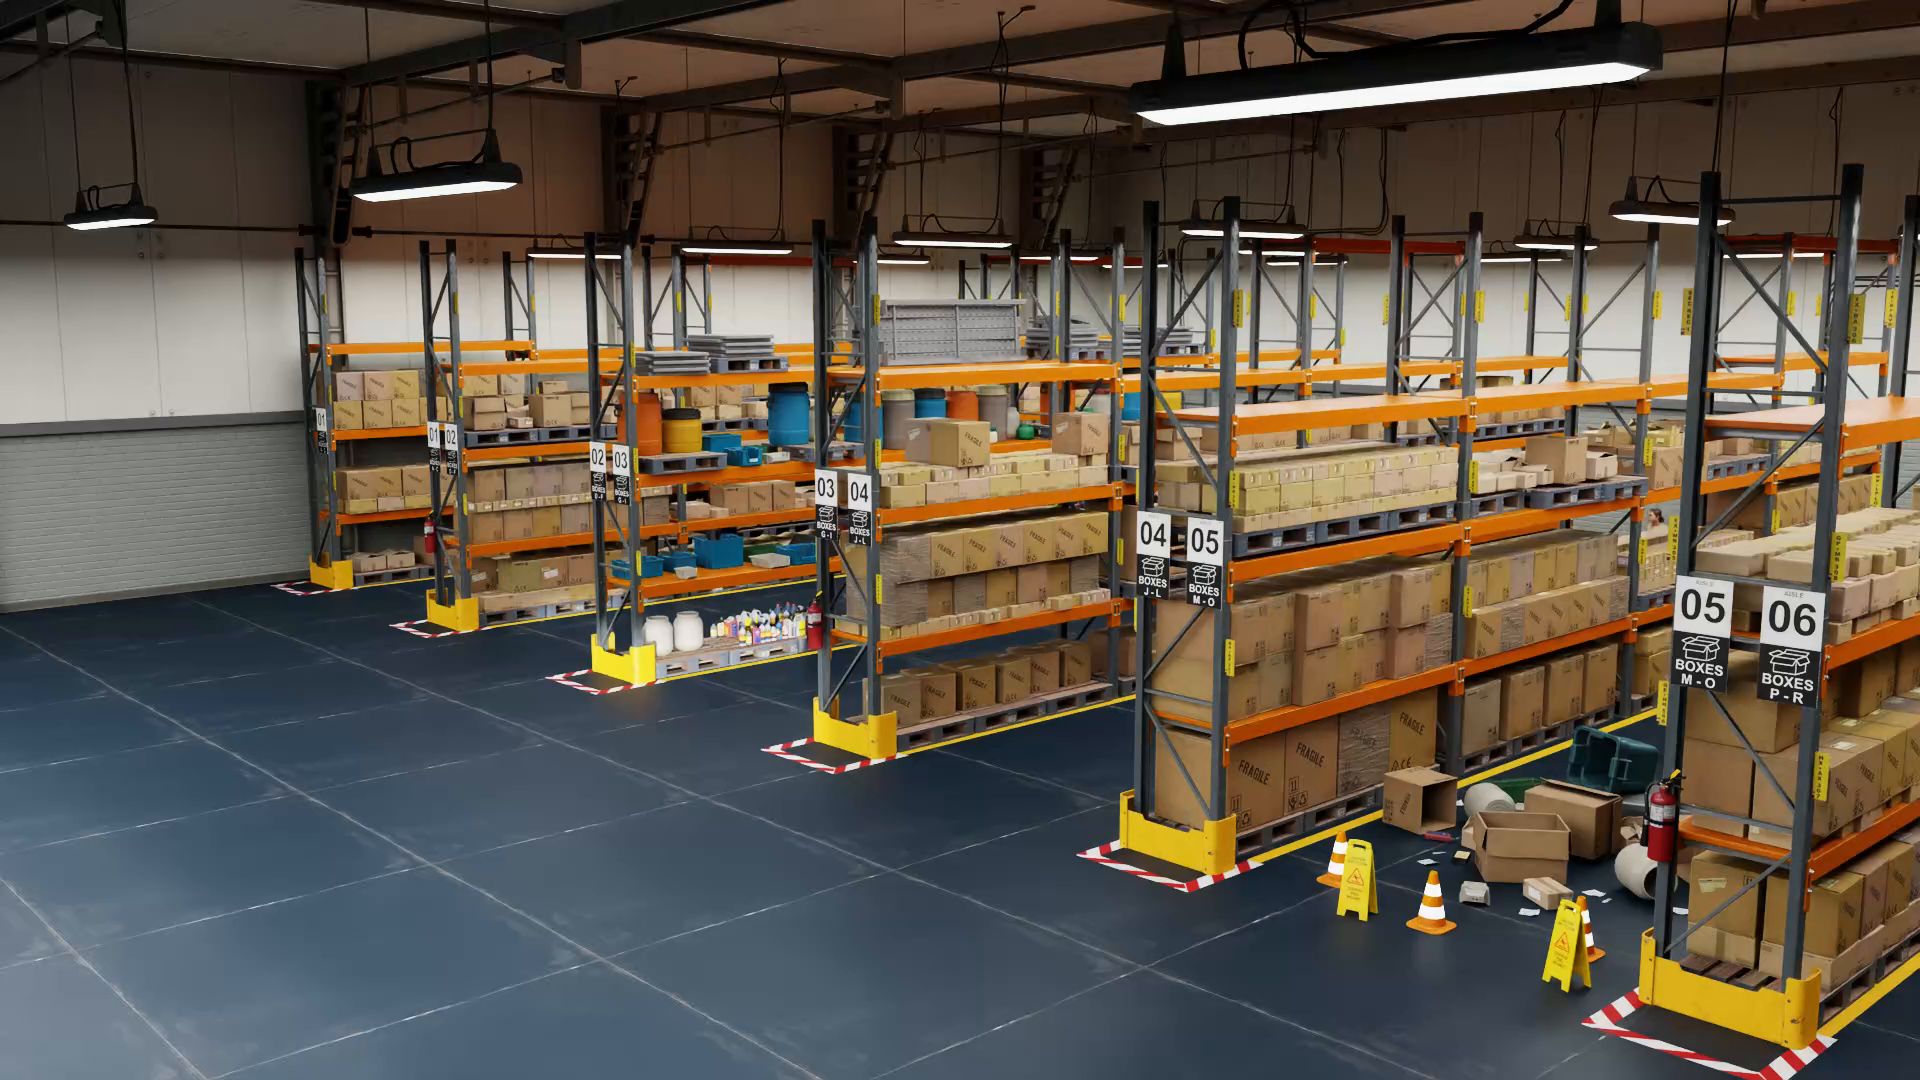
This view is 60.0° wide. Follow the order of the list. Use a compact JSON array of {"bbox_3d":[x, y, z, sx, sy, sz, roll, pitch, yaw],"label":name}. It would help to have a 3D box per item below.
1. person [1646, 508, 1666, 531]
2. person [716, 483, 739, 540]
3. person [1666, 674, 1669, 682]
[{"bbox_3d":[11.708,0.272,27.977,0.427,1.621,1.064,8,12,43],"label":"person"},{"bbox_3d":[-4.365,-0.275,31.611,0.415,1.648,0.545,6,10,34],"label":"person"},{"bbox_3d":[8.373,1.551,18.998,0.633,1.737,0.420,-1,8,-5],"label":"person"}]
